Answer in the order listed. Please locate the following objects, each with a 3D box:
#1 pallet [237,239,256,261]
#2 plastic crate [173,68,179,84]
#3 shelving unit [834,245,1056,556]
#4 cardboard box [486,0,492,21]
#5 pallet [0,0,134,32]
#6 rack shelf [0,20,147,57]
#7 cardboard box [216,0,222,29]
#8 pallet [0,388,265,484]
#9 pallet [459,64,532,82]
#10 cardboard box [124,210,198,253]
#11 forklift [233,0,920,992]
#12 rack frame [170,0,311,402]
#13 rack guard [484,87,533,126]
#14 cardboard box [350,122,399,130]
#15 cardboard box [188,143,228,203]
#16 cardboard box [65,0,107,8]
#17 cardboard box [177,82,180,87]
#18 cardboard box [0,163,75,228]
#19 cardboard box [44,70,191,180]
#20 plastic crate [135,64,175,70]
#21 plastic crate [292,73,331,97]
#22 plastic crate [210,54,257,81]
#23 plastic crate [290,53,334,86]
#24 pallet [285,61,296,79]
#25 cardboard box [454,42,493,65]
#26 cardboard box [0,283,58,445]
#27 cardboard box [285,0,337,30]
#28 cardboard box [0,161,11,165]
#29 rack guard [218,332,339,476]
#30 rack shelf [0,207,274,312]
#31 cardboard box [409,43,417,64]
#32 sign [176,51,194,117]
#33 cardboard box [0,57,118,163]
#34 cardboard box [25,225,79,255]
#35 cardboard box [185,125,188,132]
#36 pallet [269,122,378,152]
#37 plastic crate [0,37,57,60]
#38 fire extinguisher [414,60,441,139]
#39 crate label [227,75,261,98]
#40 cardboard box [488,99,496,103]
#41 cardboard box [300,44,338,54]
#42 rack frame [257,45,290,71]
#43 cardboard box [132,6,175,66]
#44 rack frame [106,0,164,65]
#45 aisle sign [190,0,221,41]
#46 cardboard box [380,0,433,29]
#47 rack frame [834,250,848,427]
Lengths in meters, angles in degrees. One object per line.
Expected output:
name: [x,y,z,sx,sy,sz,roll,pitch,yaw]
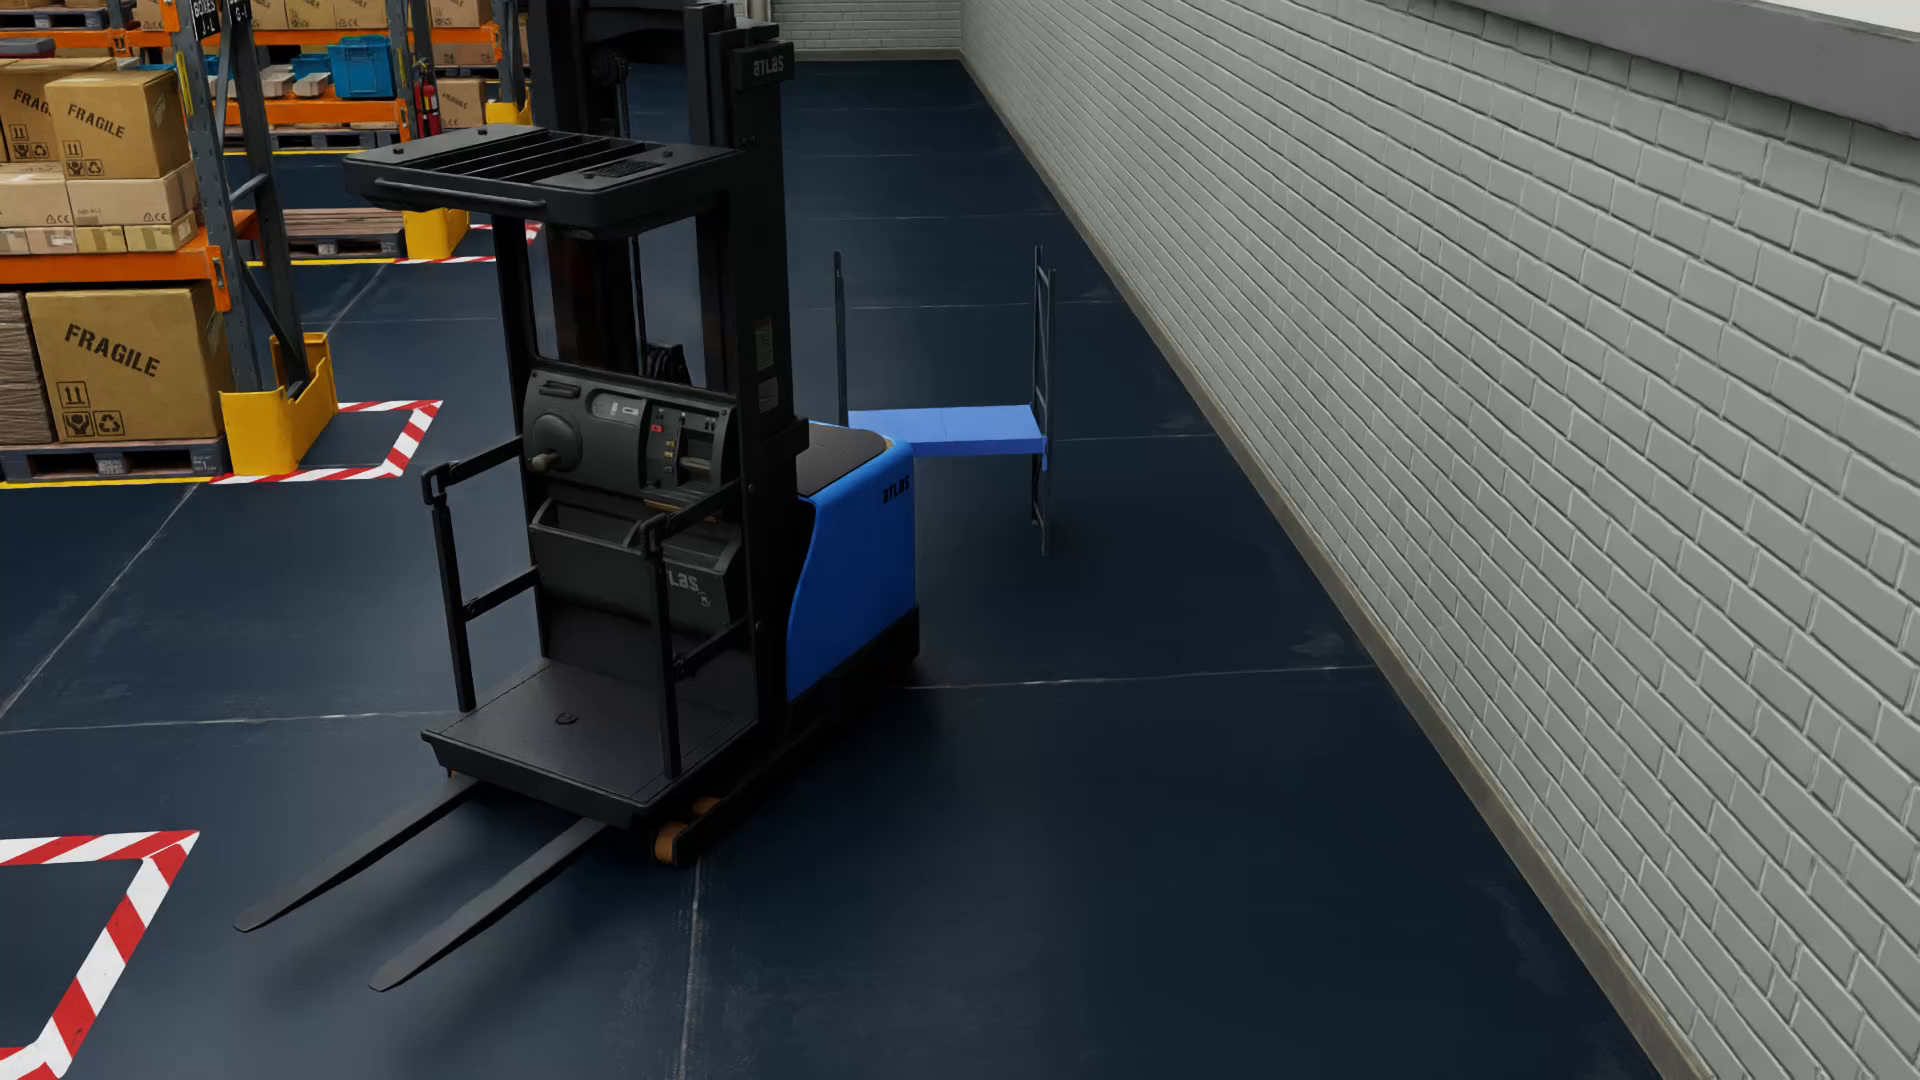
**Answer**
pallet: [-6.628,-2.640,14.429,1.213,0.211,1.003,-2,24,-5]
plastic crate: [-6.869,-3.917,14.120,0.466,0.136,0.293,-2,24,-5]
shelving unit: [-0.085,-0.682,8.438,1.048,1.500,0.538,-2,24,-5]
cardboard box: [-5.543,-6.116,18.693,0.500,0.500,0.500,-2,24,-4]
pallet: [-9.862,-5.746,18.221,1.213,0.211,1.003,-2,24,-5]
rack shelf: [-11.046,-5.413,18.121,4.000,0.370,1.077,-2,24,-5]
cardboard box: [-8.013,-5.799,17.981,0.500,0.500,0.500,-2,24,-4]
pallet: [-4.893,-0.639,9.928,1.213,0.211,1.003,-2,24,-5]
pallet: [-6.354,-6.645,23.441,1.213,0.211,1.003,-2,24,-5]
cardboard box: [-4.427,-1.715,9.224,0.250,0.149,0.380,-2,24,-4]
forklift: [-1.334,-0.357,5.944,1.130,2.935,3.031,13,27,26]
rack frame: [-4.105,-1.977,9.504,0.127,3.000,1.000,-2,24,-5]
rack guard: [-5.151,-4.836,19.014,0.348,0.500,1.175,-2,24,-5]
cardboard box: [-6.541,-4.779,18.652,0.500,0.250,0.500,-2,24,-5]
cardboard box: [-4.610,-2.134,9.677,0.500,0.250,0.500,-3,24,-7]
cardboard box: [-9.549,-6.130,18.209,0.500,0.500,0.700,-11,26,-23]
cardboard box: [-8.517,-5.018,18.882,0.500,0.500,0.500,-2,24,-5]
cardboard box: [-5.066,-1.898,9.145,0.500,0.250,0.500,-3,24,-6]
cardboard box: [-4.564,-2.261,9.039,0.500,0.500,0.500,-2,24,-4]
plastic crate: [-6.611,-3.744,13.613,0.300,0.233,0.416,-2,24,-5]
plastic crate: [-5.386,-3.780,13.812,0.243,0.136,0.396,-2,24,-5]
plastic crate: [-6.181,-4.000,14.189,0.300,0.233,0.416,-2,24,-5]
plastic crate: [-5.525,-4.027,14.248,0.300,0.233,0.416,-2,24,-5]
pallet: [-8.782,-6.548,23.222,1.213,0.211,1.003,-2,24,-5]
cardboard box: [-6.751,-6.944,23.241,0.500,0.500,0.700,-2,24,-5]
cardboard box: [-5.640,-1.104,9.639,0.875,0.875,0.875,-2,24,-5]
cardboard box: [-7.009,-5.839,18.071,0.500,0.500,0.500,-3,24,-6]
cardboard box: [-5.627,-2.092,9.582,0.500,0.250,0.500,-3,24,-7]
rack guard: [-4.081,-0.836,10.014,0.348,0.500,1.175,-2,24,-5]
rack shelf: [-6.096,-1.568,9.471,4.000,0.370,1.077,-2,24,-5]
cardboard box: [-7.781,-6.900,23.141,0.500,0.500,0.700,-2,24,-4]
sign: [-4.066,-2.394,8.726,0.005,0.325,0.100,-2,24,-5]
cardboard box: [-5.107,-2.457,9.480,0.500,0.500,0.500,-3,24,-6]
cardboard box: [-4.937,-1.694,9.177,0.250,0.149,0.380,-2,24,-5]
cardboard box: [-8.617,-4.723,18.452,0.500,0.311,0.500,-2,24,-5]
pallet: [-7.156,-4.624,18.894,1.213,0.211,1.003,-2,24,-5]
plastic crate: [-7.660,-3.810,13.476,0.583,0.464,0.402,-2,24,-5]
fire extinguisher: [-4.397,-3.595,13.700,0.183,0.674,0.296,-2,24,-5]
crate label: [-5.951,-3.753,13.752,0.243,0.136,0.396,-2,24,-5]
cardboard box: [-5.526,-5.002,19.278,0.250,0.149,0.380,-2,24,-5]
cardboard box: [-8.792,-6.862,23.055,0.500,0.500,0.700,-2,24,-4]
rack frame: [-9.547,-7.823,22.658,0.127,3.000,1.000,-2,24,-5]
cardboard box: [-11.065,-6.918,22.751,0.750,0.750,0.750,-2,24,-4]
rack frame: [-9.056,-5.821,18.154,0.127,3.000,1.000,-2,24,-5]
aisle sign: [-4.004,-3.046,8.710,0.004,0.787,0.394,-2,24,-5]
cardboard box: [-6.010,-5.877,18.155,0.500,0.500,0.500,-2,24,-5]
rack frame: [-0.591,-0.662,8.392,0.032,1.500,0.500,-2,24,-5]
